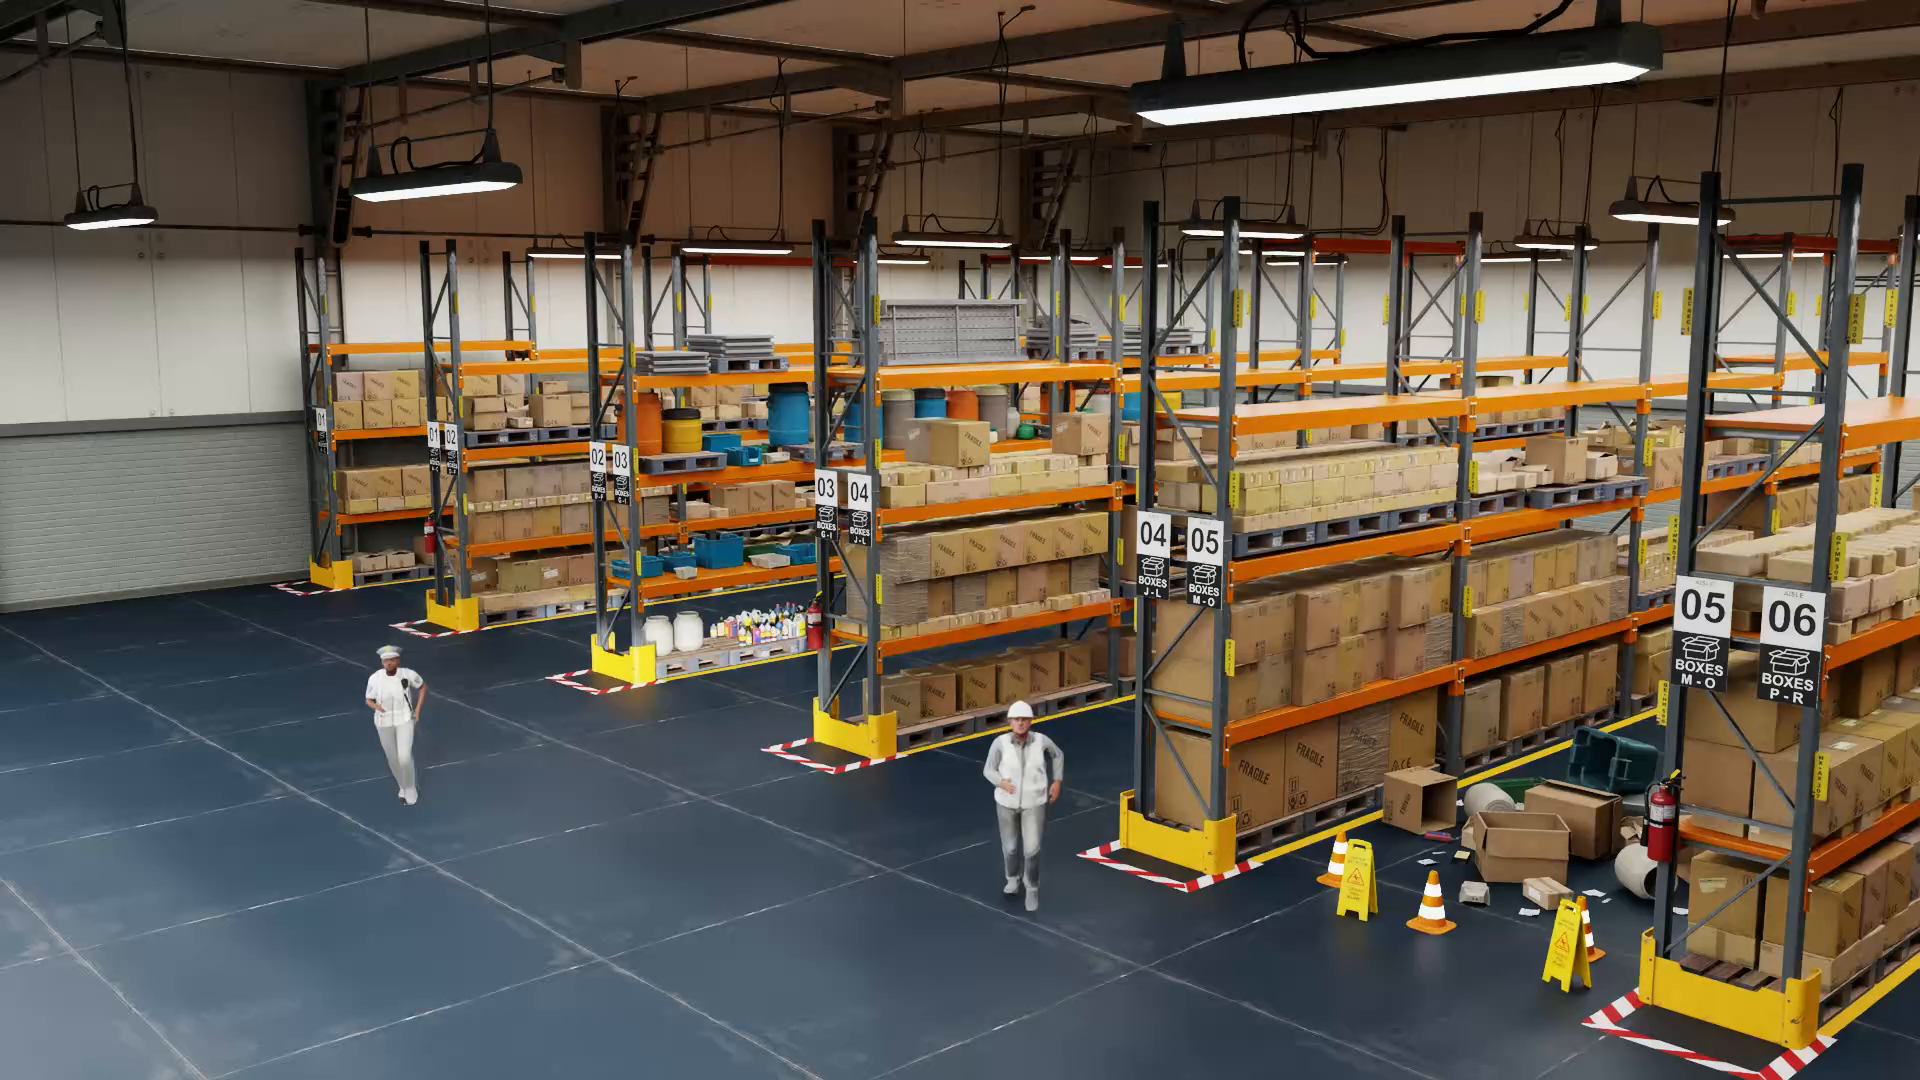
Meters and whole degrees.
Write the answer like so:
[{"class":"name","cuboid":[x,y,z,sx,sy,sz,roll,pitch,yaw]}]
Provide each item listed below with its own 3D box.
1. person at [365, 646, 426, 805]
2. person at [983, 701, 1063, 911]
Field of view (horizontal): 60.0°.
[{"class":"person","cuboid":[-5.728,1.874,16.886,0.566,1.675,0.686,-1,8,-9]},{"class":"person","cuboid":[0.534,2.264,14.095,0.675,1.838,0.737,1,8,4]}]
